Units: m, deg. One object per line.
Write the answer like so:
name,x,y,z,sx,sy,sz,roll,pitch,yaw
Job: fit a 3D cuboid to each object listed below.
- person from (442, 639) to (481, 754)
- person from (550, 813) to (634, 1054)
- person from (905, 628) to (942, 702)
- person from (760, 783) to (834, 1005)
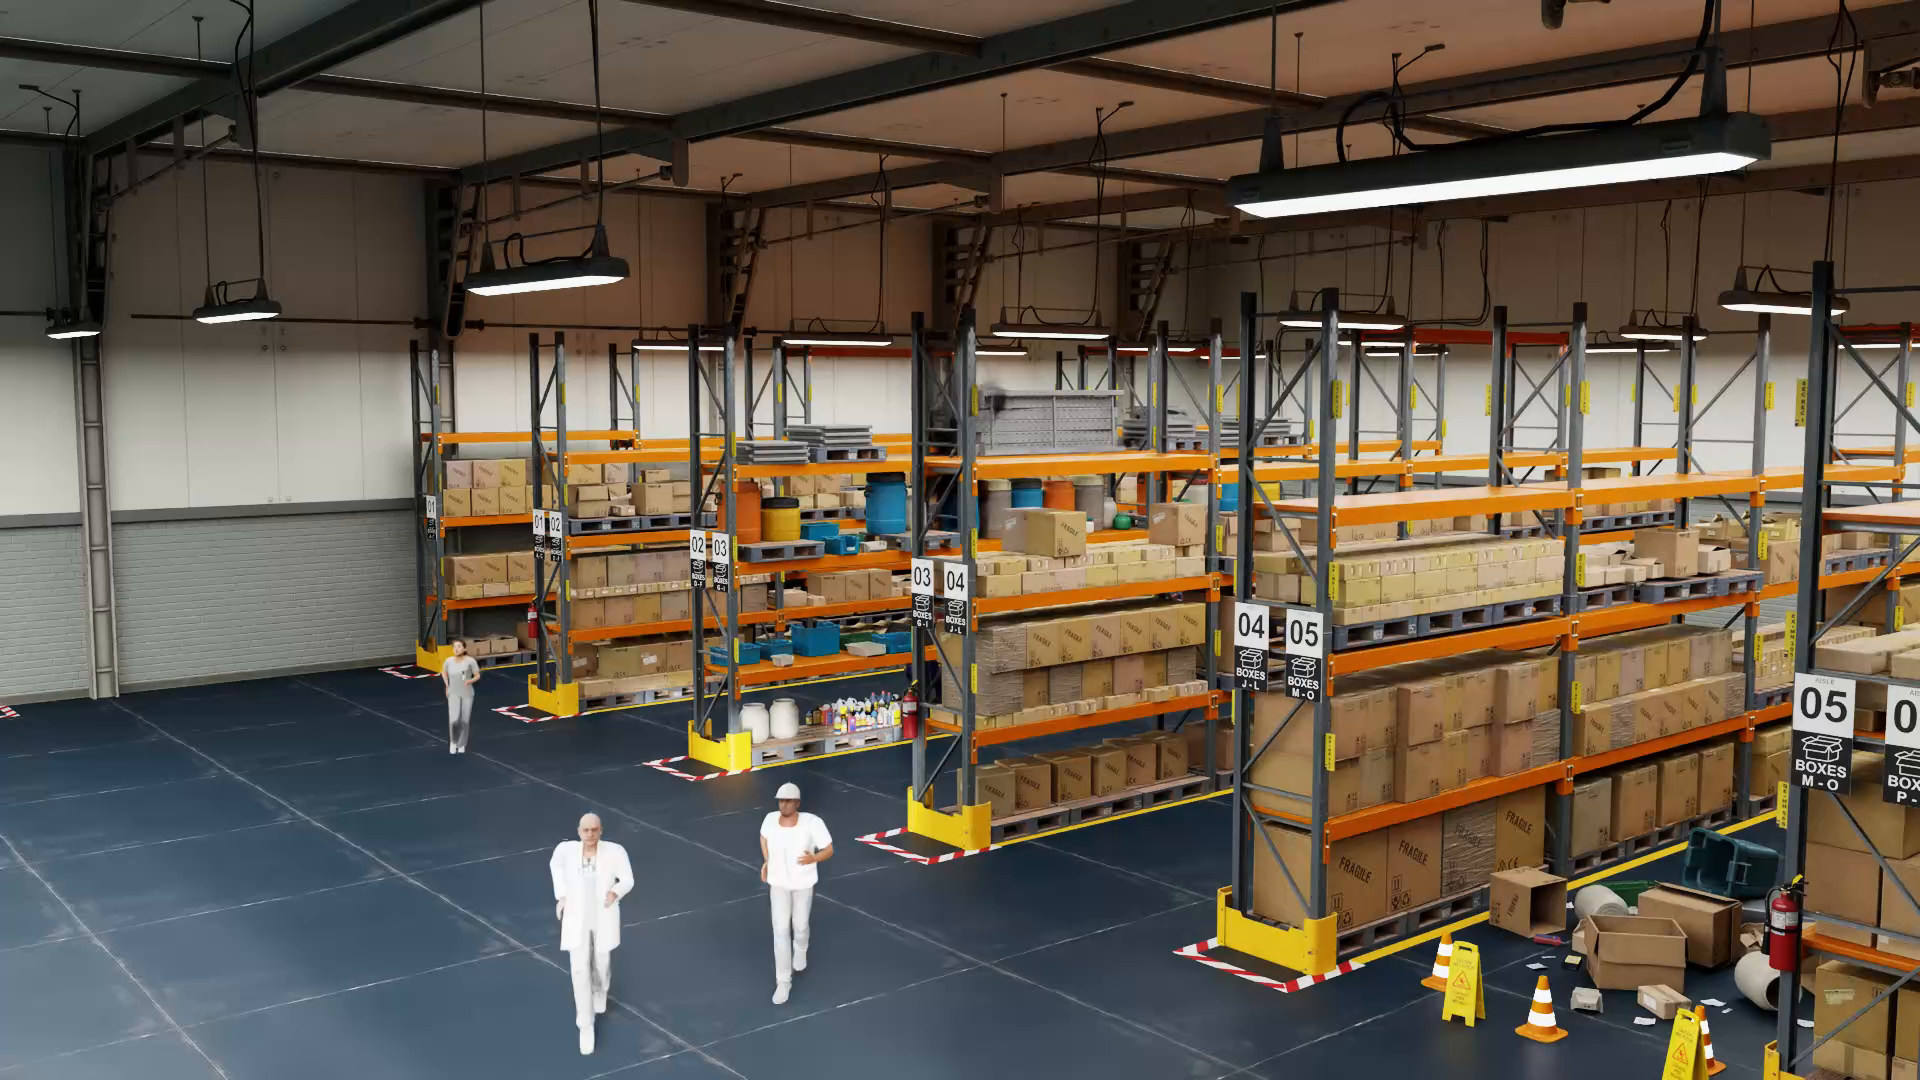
person,-6.972,2.201,23.211,0.534,1.617,0.624,-1,5,-10
person,-2.942,3.049,13.323,0.649,1.805,1.025,-1,5,-13
person,-0.577,1.871,26.876,0.569,1.687,0.784,5,7,44
person,-1.415,2.961,14.280,0.677,1.790,0.912,0,5,4
